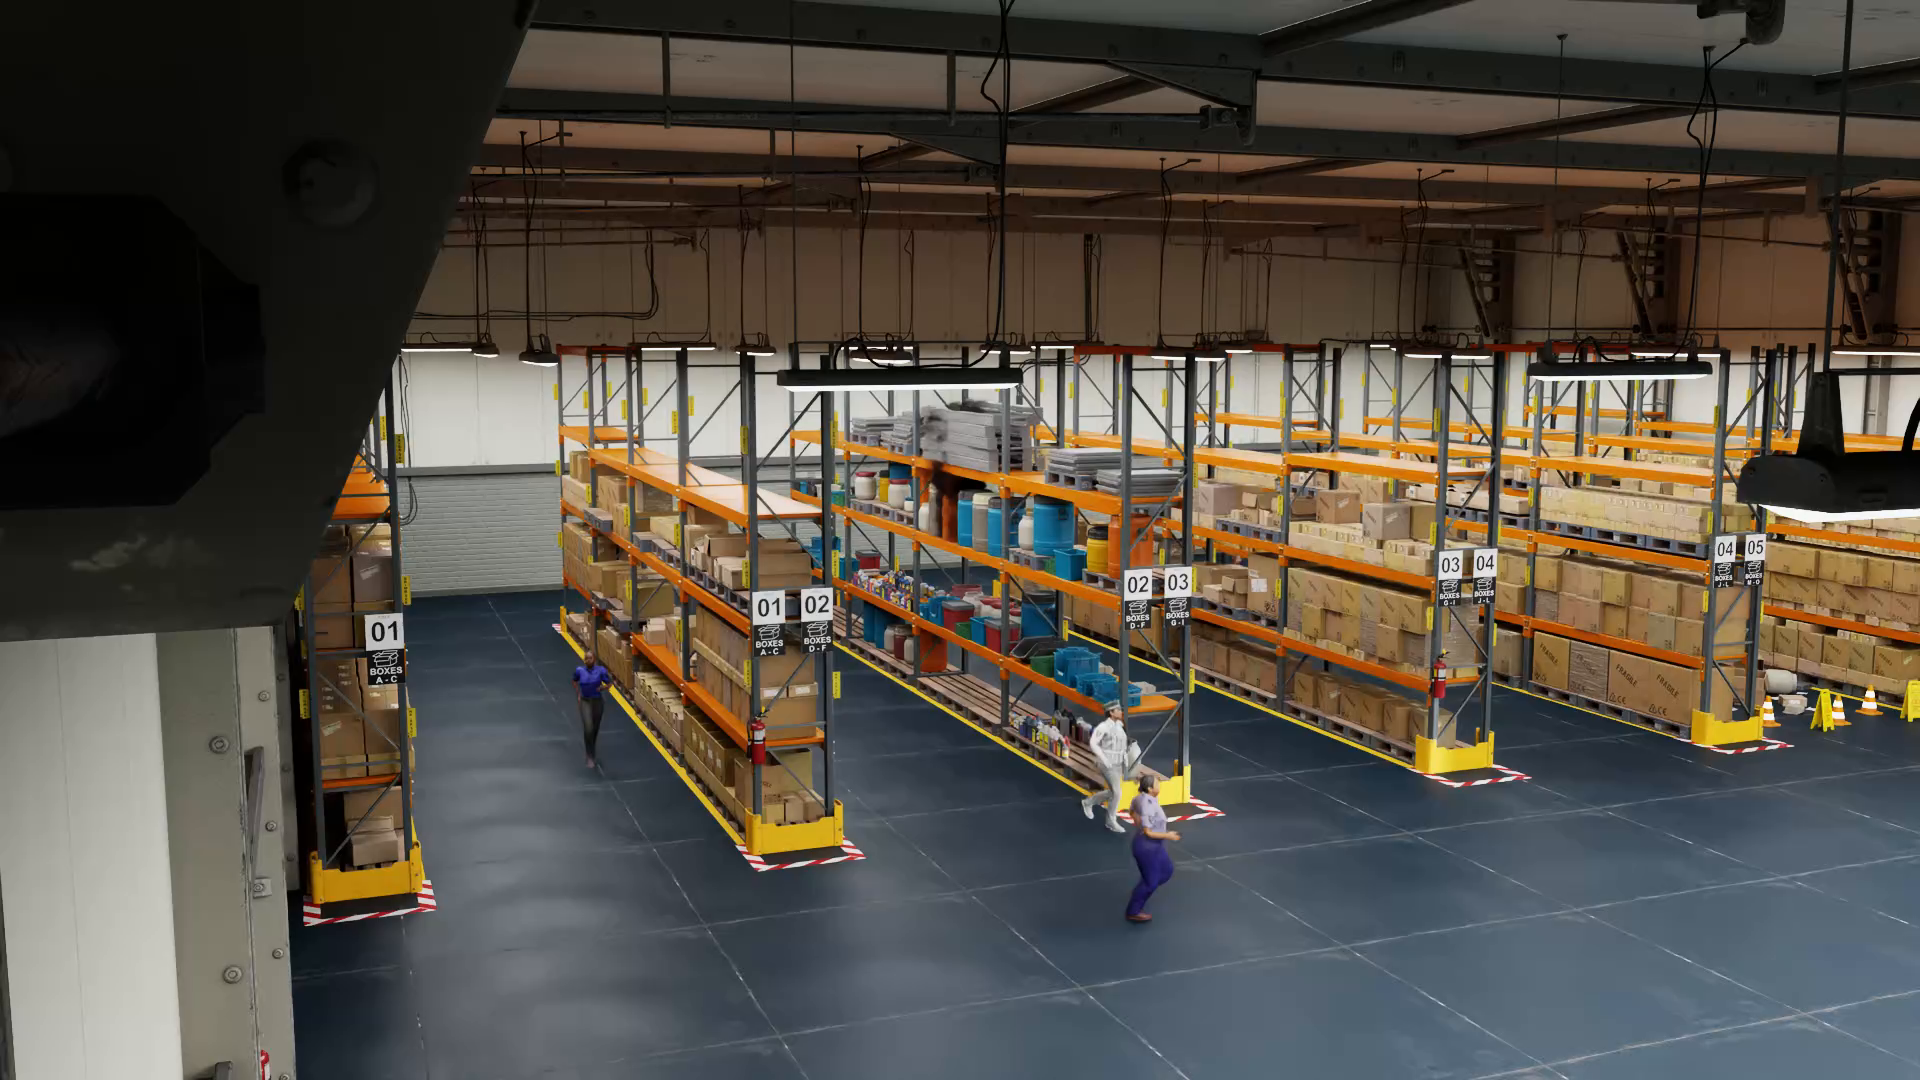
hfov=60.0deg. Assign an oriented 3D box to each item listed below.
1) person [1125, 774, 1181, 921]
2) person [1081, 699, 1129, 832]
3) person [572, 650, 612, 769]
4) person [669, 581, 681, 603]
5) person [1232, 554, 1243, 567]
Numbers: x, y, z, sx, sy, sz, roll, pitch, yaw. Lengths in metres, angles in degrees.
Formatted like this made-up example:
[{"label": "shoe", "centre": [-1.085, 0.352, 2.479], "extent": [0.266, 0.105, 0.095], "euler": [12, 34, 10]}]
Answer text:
[{"label": "person", "centre": [2.056, 3.279, 17.772], "extent": [0.575, 1.604, 0.579], "euler": [0, 7, 2]}, {"label": "person", "centre": [1.884, 2.843, 21.172], "extent": [0.621, 1.674, 0.641], "euler": [5, 9, 36]}, {"label": "person", "centre": [-5.363, 2.441, 24.315], "extent": [0.553, 1.713, 0.782], "euler": [-2, 8, -19]}, {"label": "person", "centre": [-5.930, 1.021, 35.237], "extent": [0.615, 1.719, 0.859], "euler": [-5, 9, -35]}, {"label": "person", "centre": [5.873, 1.067, 35.439], "extent": [0.536, 1.565, 0.651], "euler": [-3, 8, -26]}]
